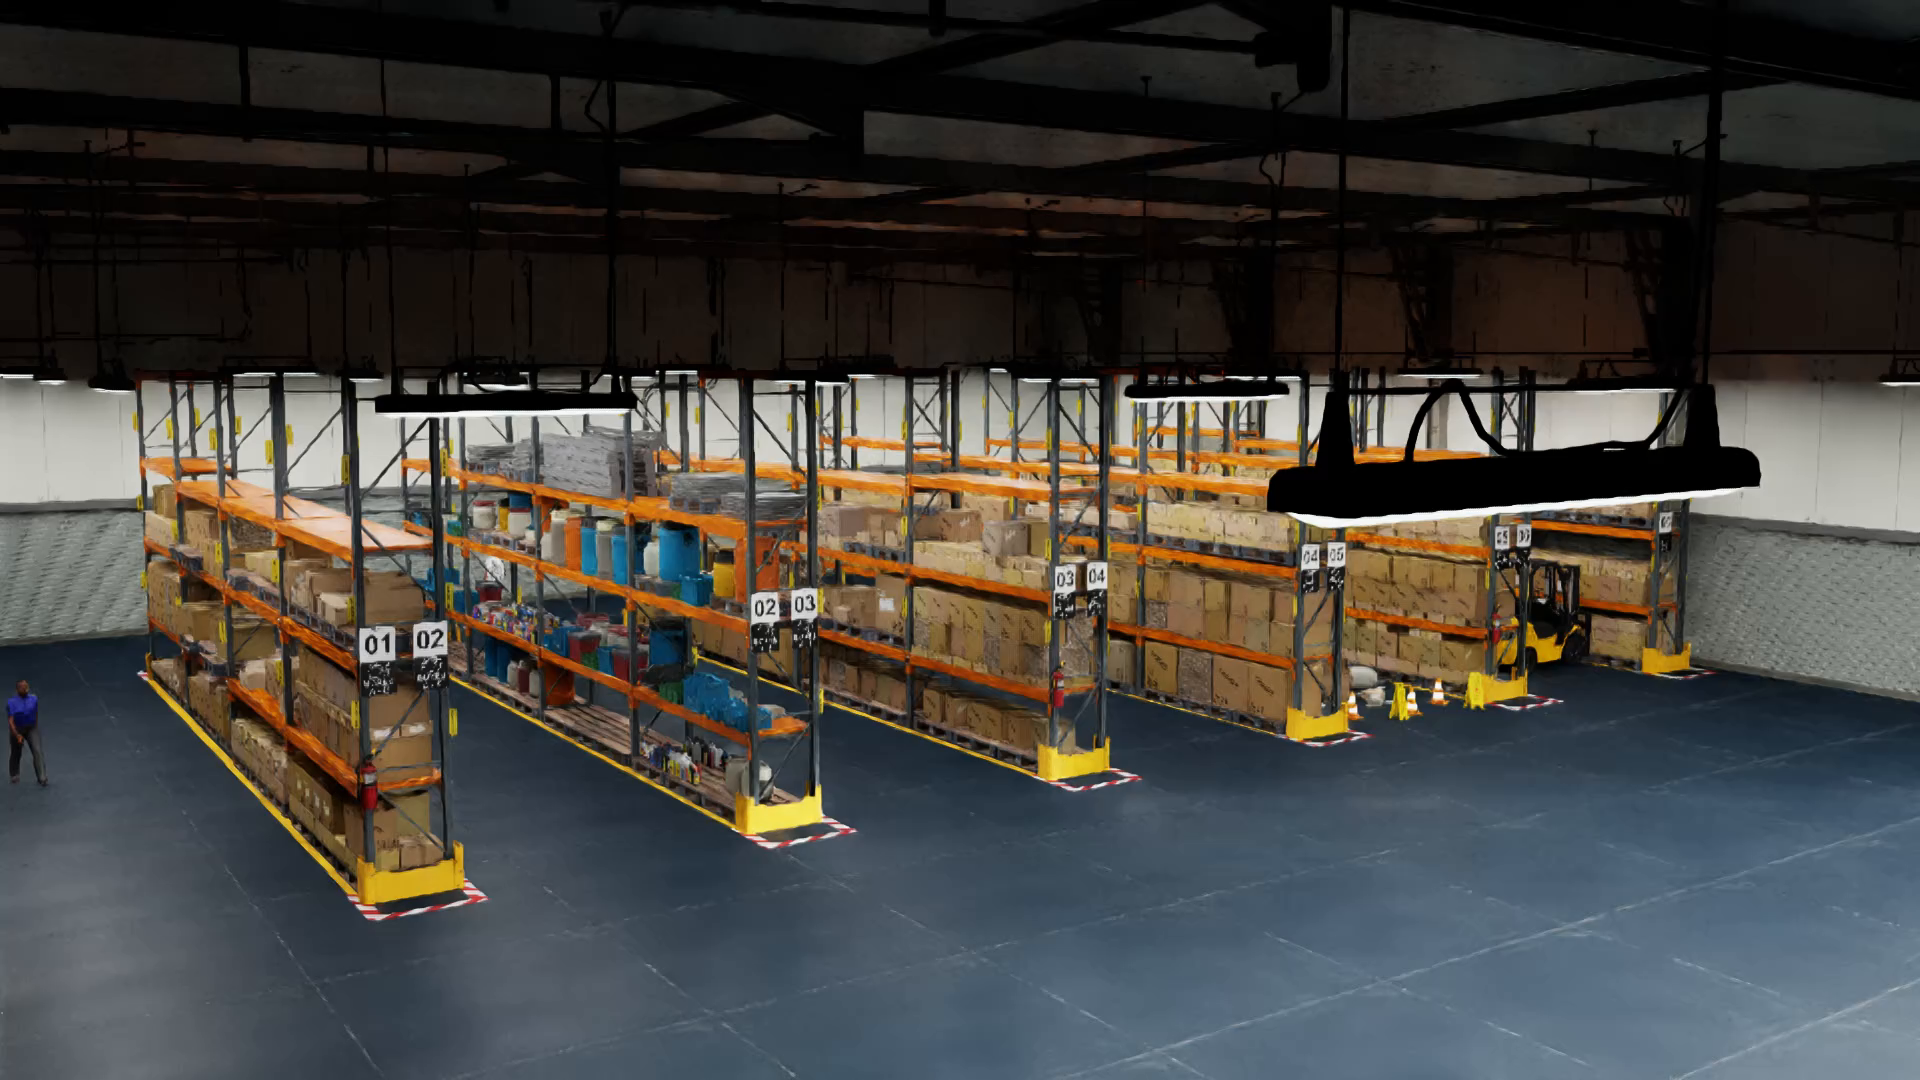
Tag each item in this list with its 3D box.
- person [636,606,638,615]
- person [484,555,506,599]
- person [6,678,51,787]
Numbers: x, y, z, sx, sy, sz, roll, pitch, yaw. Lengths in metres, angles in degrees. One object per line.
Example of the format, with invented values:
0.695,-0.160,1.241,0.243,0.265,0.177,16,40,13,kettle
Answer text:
-7.405,1.114,39.257,0.509,1.579,0.501,0,6,4,person
-11.242,0.972,39.846,0.574,1.745,0.602,2,7,21,person
-13.647,2.830,24.245,0.435,1.502,0.997,-6,9,-42,person
